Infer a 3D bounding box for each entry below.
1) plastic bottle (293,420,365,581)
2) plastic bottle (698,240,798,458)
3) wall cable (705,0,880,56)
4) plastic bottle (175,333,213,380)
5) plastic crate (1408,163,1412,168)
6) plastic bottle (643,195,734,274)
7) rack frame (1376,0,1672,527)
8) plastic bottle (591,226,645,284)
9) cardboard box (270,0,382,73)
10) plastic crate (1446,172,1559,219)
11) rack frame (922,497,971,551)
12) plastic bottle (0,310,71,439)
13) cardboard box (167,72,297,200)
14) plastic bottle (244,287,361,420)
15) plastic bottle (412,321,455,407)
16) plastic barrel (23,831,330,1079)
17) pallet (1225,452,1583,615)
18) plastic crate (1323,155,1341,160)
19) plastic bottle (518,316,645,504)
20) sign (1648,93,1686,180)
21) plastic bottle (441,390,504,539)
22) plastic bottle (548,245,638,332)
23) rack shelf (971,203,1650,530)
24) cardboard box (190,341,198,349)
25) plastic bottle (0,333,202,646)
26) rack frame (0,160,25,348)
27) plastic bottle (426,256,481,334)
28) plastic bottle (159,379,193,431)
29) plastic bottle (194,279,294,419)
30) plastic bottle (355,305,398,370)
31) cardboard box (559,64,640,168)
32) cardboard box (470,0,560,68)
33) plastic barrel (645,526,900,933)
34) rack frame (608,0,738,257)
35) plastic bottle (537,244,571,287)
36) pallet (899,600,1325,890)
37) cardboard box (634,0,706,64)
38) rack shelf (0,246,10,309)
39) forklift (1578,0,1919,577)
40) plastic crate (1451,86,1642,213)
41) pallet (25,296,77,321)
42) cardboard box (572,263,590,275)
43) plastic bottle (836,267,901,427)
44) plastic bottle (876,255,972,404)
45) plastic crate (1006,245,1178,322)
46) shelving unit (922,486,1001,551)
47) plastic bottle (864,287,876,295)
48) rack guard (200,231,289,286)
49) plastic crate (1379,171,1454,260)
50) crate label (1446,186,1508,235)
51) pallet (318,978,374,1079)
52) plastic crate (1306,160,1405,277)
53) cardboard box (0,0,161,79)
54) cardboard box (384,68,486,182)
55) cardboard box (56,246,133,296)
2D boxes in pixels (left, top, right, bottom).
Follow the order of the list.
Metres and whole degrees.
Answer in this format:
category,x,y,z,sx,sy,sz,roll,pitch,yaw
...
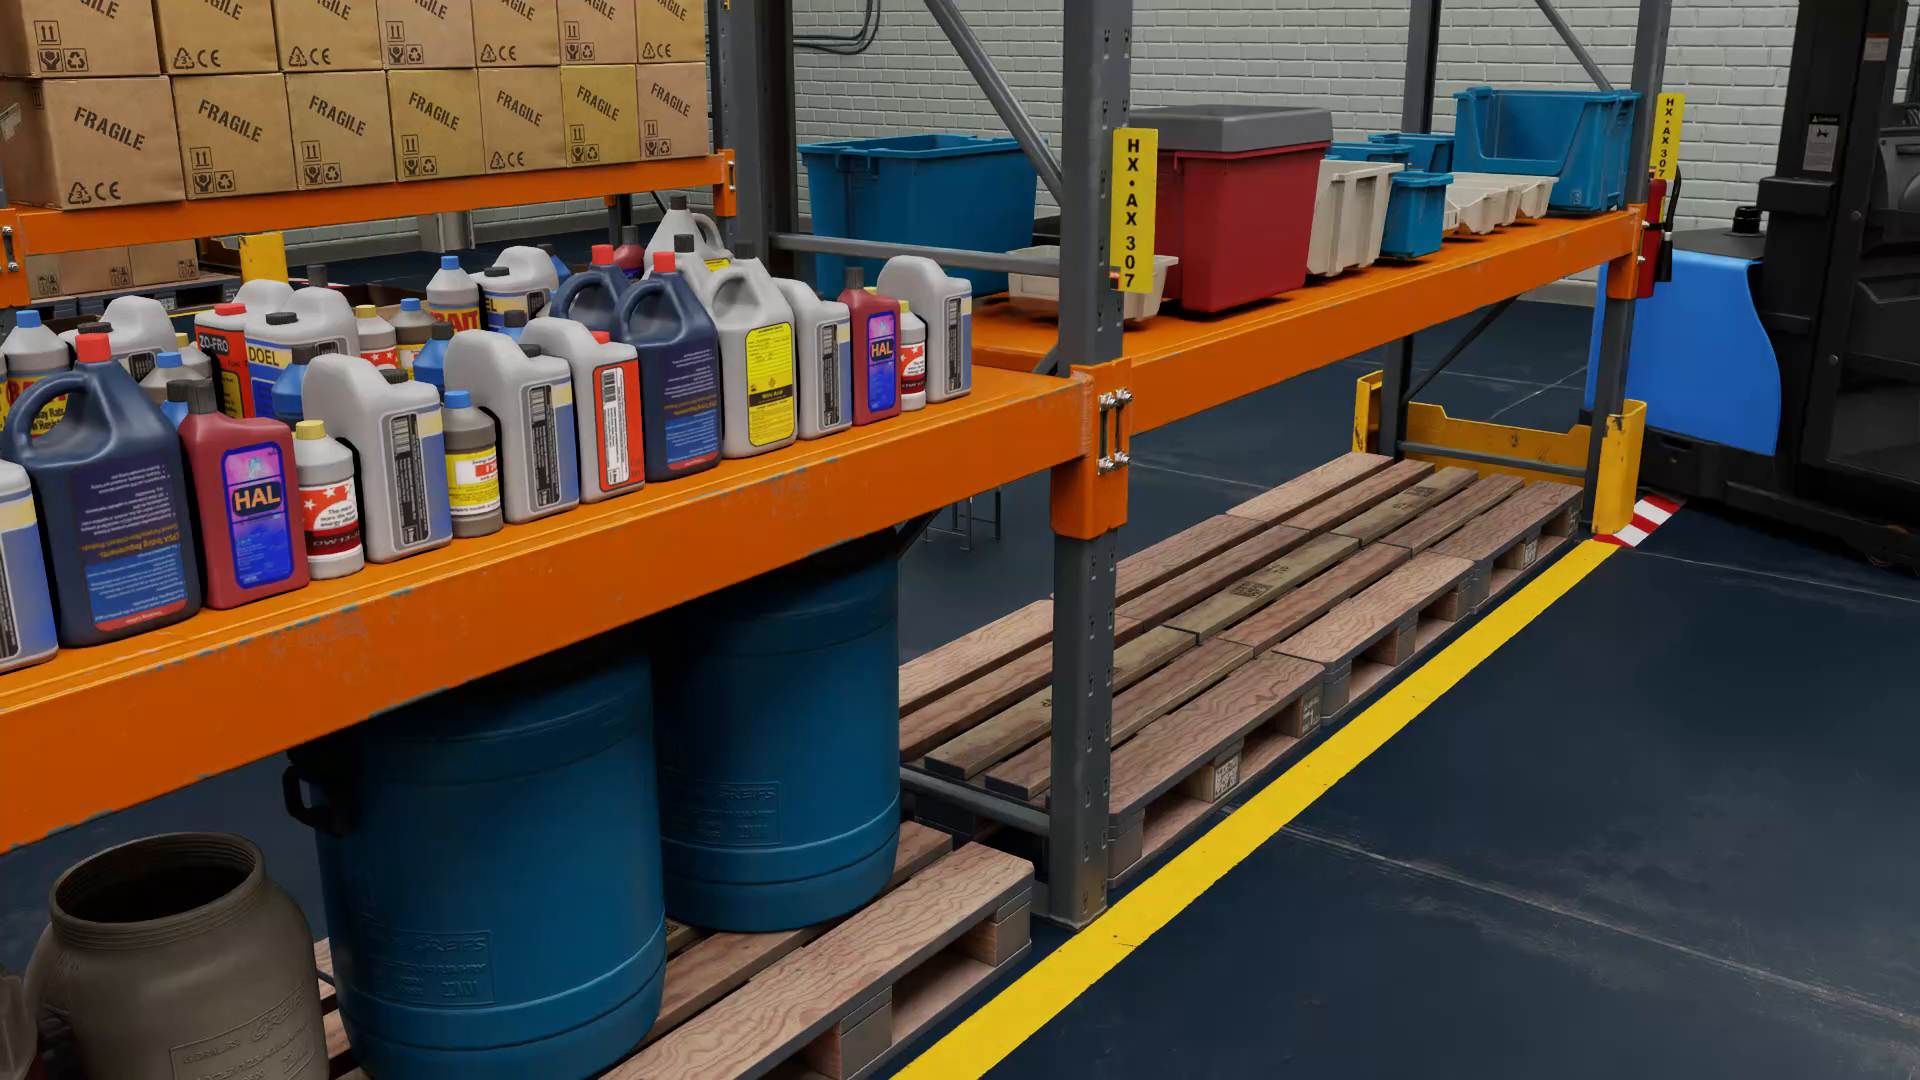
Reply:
category,x,y,z,sx,sy,sz,roll,pitch,yaw
plastic bottle,-0.850,-0.057,2.203,0.097,0.201,0.097,0,17,0
plastic bottle,-0.376,-0.329,2.829,0.144,0.351,0.185,12,21,35
wall cable,-2.007,-5.999,16.124,3.097,2.526,0.112,12,21,35
plastic bottle,-1.316,-0.248,2.821,0.097,0.201,0.097,0,17,0
plastic crate,1.623,-1.422,6.610,0.250,0.136,0.298,12,21,35
plastic bottle,-0.585,-0.570,3.604,0.144,0.351,0.185,12,21,35
rack frame,2.292,-1.582,6.781,1.000,3.000,0.127,12,21,35
plastic bottle,-0.732,-0.530,3.589,0.061,0.283,0.133,12,21,35
cardboard box,-2.947,-2.339,7.362,0.500,0.500,0.500,12,21,33
plastic crate,1.952,-1.259,6.082,0.396,0.136,0.243,12,21,35
rack frame,-0.056,-0.407,6.539,0.240,0.900,0.006,12,21,35
plastic bottle,-1.454,-0.226,2.632,0.097,0.271,0.097,0,17,0
cardboard box,-3.242,-1.749,7.150,0.500,0.500,0.500,13,21,36
plastic bottle,-1.103,-0.280,2.796,0.152,0.276,0.135,12,21,35
plastic bottle,-0.776,-0.195,2.532,0.097,0.271,0.097,0,17,0
plastic barrel,-1.259,0.772,2.687,0.421,0.512,0.421,0,17,0
pallet,1.770,-0.061,6.584,1.003,0.211,1.213,12,21,35
plastic crate,1.096,-1.217,5.785,0.416,0.233,0.300,12,21,35
plastic bottle,-0.585,-0.212,2.578,0.152,0.276,0.135,12,21,35
sign,2.744,-1.567,6.456,0.100,0.325,0.005,12,21,35
plastic bottle,-0.712,-0.112,2.381,0.097,0.201,0.097,0,17,0
plastic bottle,-0.602,-0.311,2.769,0.144,0.351,0.185,12,21,35
rack shelf,1.100,-0.762,5.353,1.077,0.370,4.000,12,21,35
cardboard box,-3.509,-0.796,8.041,0.500,0.311,0.500,12,21,35
plastic bottle,-1.032,-0.067,1.984,0.144,0.351,0.185,12,21,35
rack frame,-4.067,-1.506,6.534,1.000,3.000,0.127,12,21,35
plastic bottle,-0.982,-0.415,3.240,0.097,0.271,0.097,0,17,0
plastic bottle,-0.978,-0.069,2.125,0.097,0.271,0.097,0,17,0
plastic bottle,-1.225,-0.307,2.883,0.152,0.276,0.135,12,21,35
plastic bottle,-1.098,-0.335,3.101,0.097,0.201,0.097,0,17,0
cardboard box,-2.038,-2.227,8.689,0.500,0.500,0.500,13,21,35
cardboard box,-2.334,-2.584,8.153,0.500,0.500,0.500,13,22,36
plastic barrel,-0.429,0.299,3.554,0.600,0.901,0.708,12,21,35
rack frame,-1.684,-2.458,9.602,1.000,3.000,0.127,12,21,35
plastic bottle,-0.844,-0.470,3.418,0.097,0.271,0.097,0,17,0
pallet,0.316,0.520,4.712,1.003,0.211,1.213,12,21,35
cardboard box,-1.728,-2.829,8.941,0.500,0.500,0.500,12,21,34
rack shelf,-5.259,-0.686,5.107,1.077,0.370,4.000,12,21,35
forklift,3.980,-1.394,6.290,1.130,2.935,3.031,-9,19,-26
plastic crate,2.243,-1.515,6.403,0.616,0.435,0.499,12,21,35
pallet,-6.805,-1.507,11.242,1.003,0.211,1.213,12,21,35
cardboard box,-1.810,-1.302,9.350,0.500,0.500,0.500,12,21,35
plastic bottle,-0.168,-0.360,3.040,0.061,0.283,0.133,12,21,35
plastic bottle,-0.066,-0.419,3.245,0.152,0.276,0.135,12,21,35
plastic crate,0.301,-0.618,4.019,0.396,0.136,0.243,12,21,35
shelving unit,0.005,-0.432,6.617,0.258,0.900,0.210,12,21,35
plastic bottle,-0.178,-0.401,3.313,0.097,0.201,0.097,0,17,0
rack guard,-5.650,-2.145,12.807,1.175,0.500,0.348,12,21,35
plastic crate,1.274,-0.996,5.076,0.416,0.233,0.300,12,21,35
crate label,1.621,-1.122,5.641,0.396,0.136,0.243,12,21,35
pallet,-1.311,1.171,2.619,1.003,0.211,1.213,12,21,35
plastic crate,0.967,-0.933,4.788,0.437,0.282,0.530,12,21,35
cardboard box,-3.560,-2.093,6.572,0.500,0.500,0.500,13,22,36
cardboard box,-2.640,-1.989,7.923,0.500,0.500,0.500,12,21,34
cardboard box,-6.299,-2.036,11.749,0.700,0.500,0.500,12,21,35
